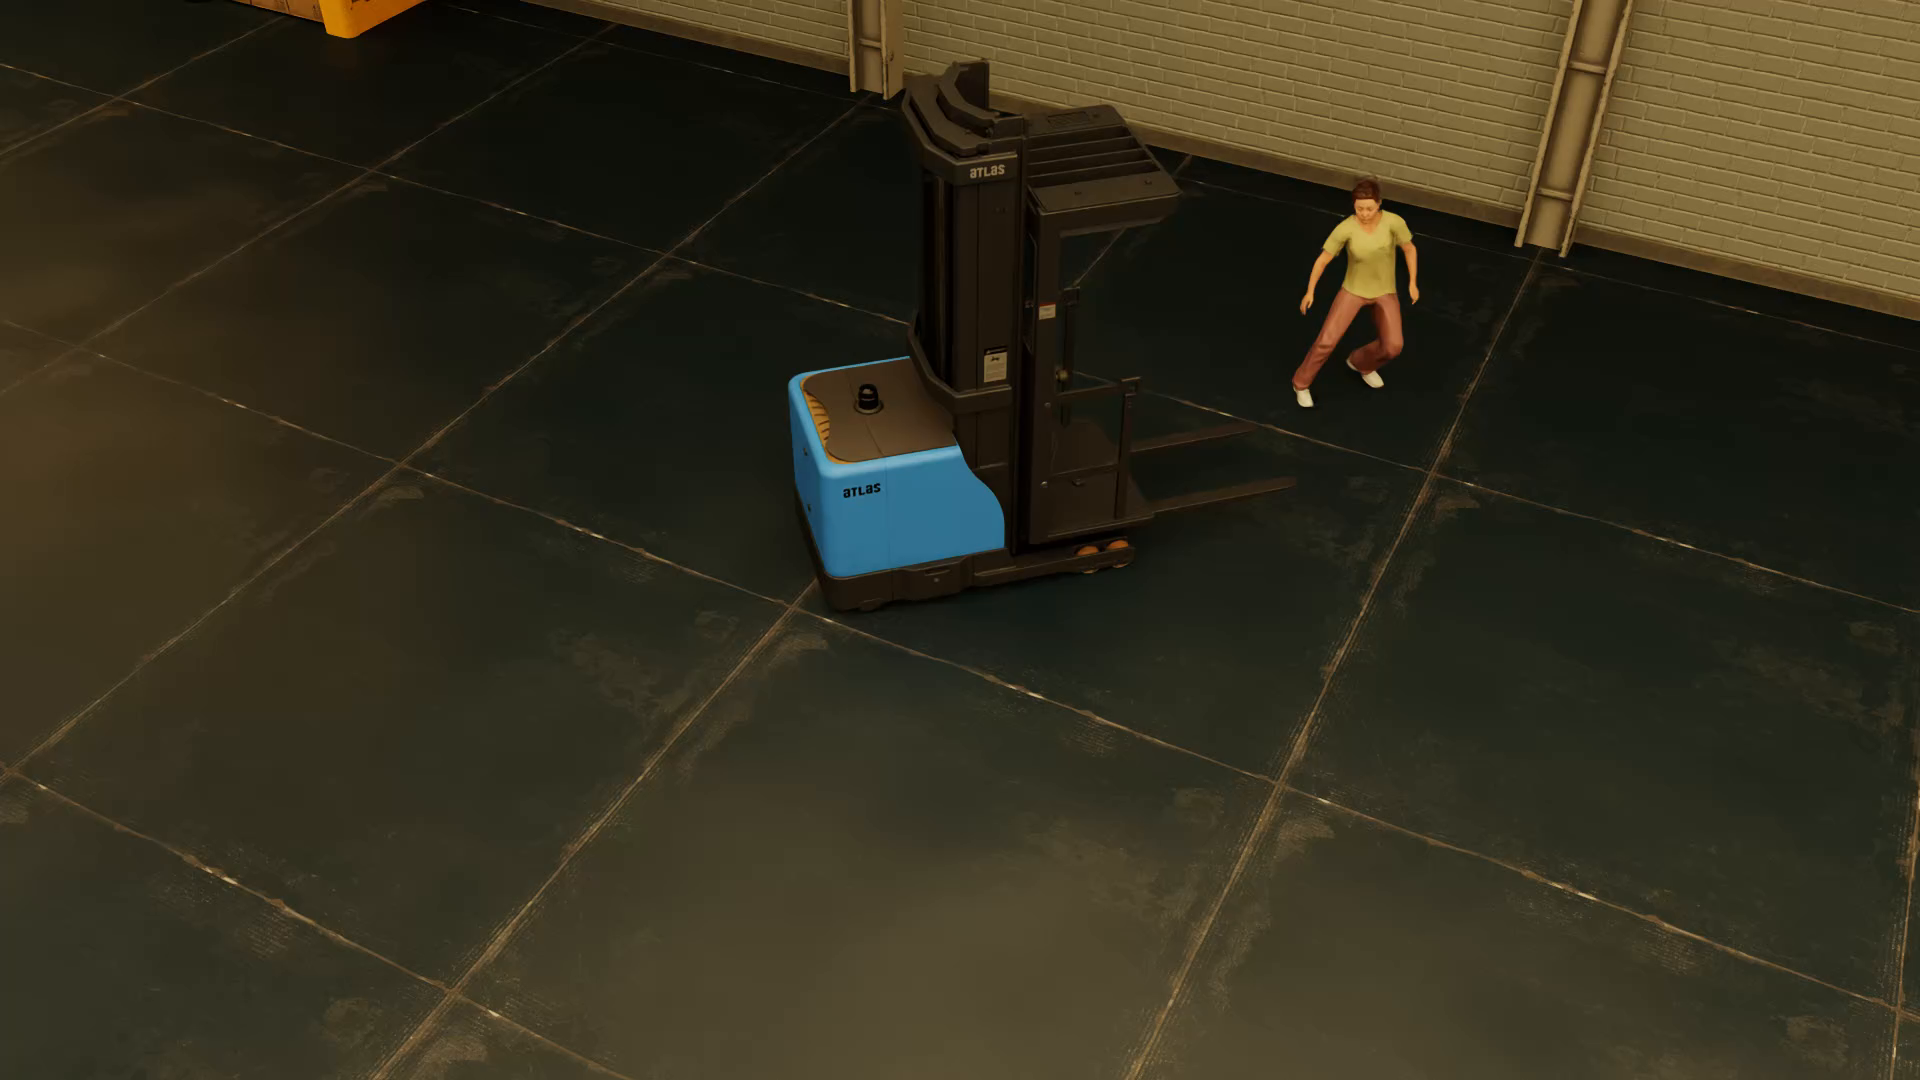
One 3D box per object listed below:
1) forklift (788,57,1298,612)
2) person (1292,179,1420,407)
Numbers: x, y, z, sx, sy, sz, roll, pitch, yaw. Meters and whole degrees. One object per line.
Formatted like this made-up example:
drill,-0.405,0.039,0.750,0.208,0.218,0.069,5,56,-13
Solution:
forklift,0.553,-1.237,9.455,3.031,2.935,1.130,-11,41,-12
person,2.629,-1.630,10.996,0.771,1.544,0.557,4,40,4
